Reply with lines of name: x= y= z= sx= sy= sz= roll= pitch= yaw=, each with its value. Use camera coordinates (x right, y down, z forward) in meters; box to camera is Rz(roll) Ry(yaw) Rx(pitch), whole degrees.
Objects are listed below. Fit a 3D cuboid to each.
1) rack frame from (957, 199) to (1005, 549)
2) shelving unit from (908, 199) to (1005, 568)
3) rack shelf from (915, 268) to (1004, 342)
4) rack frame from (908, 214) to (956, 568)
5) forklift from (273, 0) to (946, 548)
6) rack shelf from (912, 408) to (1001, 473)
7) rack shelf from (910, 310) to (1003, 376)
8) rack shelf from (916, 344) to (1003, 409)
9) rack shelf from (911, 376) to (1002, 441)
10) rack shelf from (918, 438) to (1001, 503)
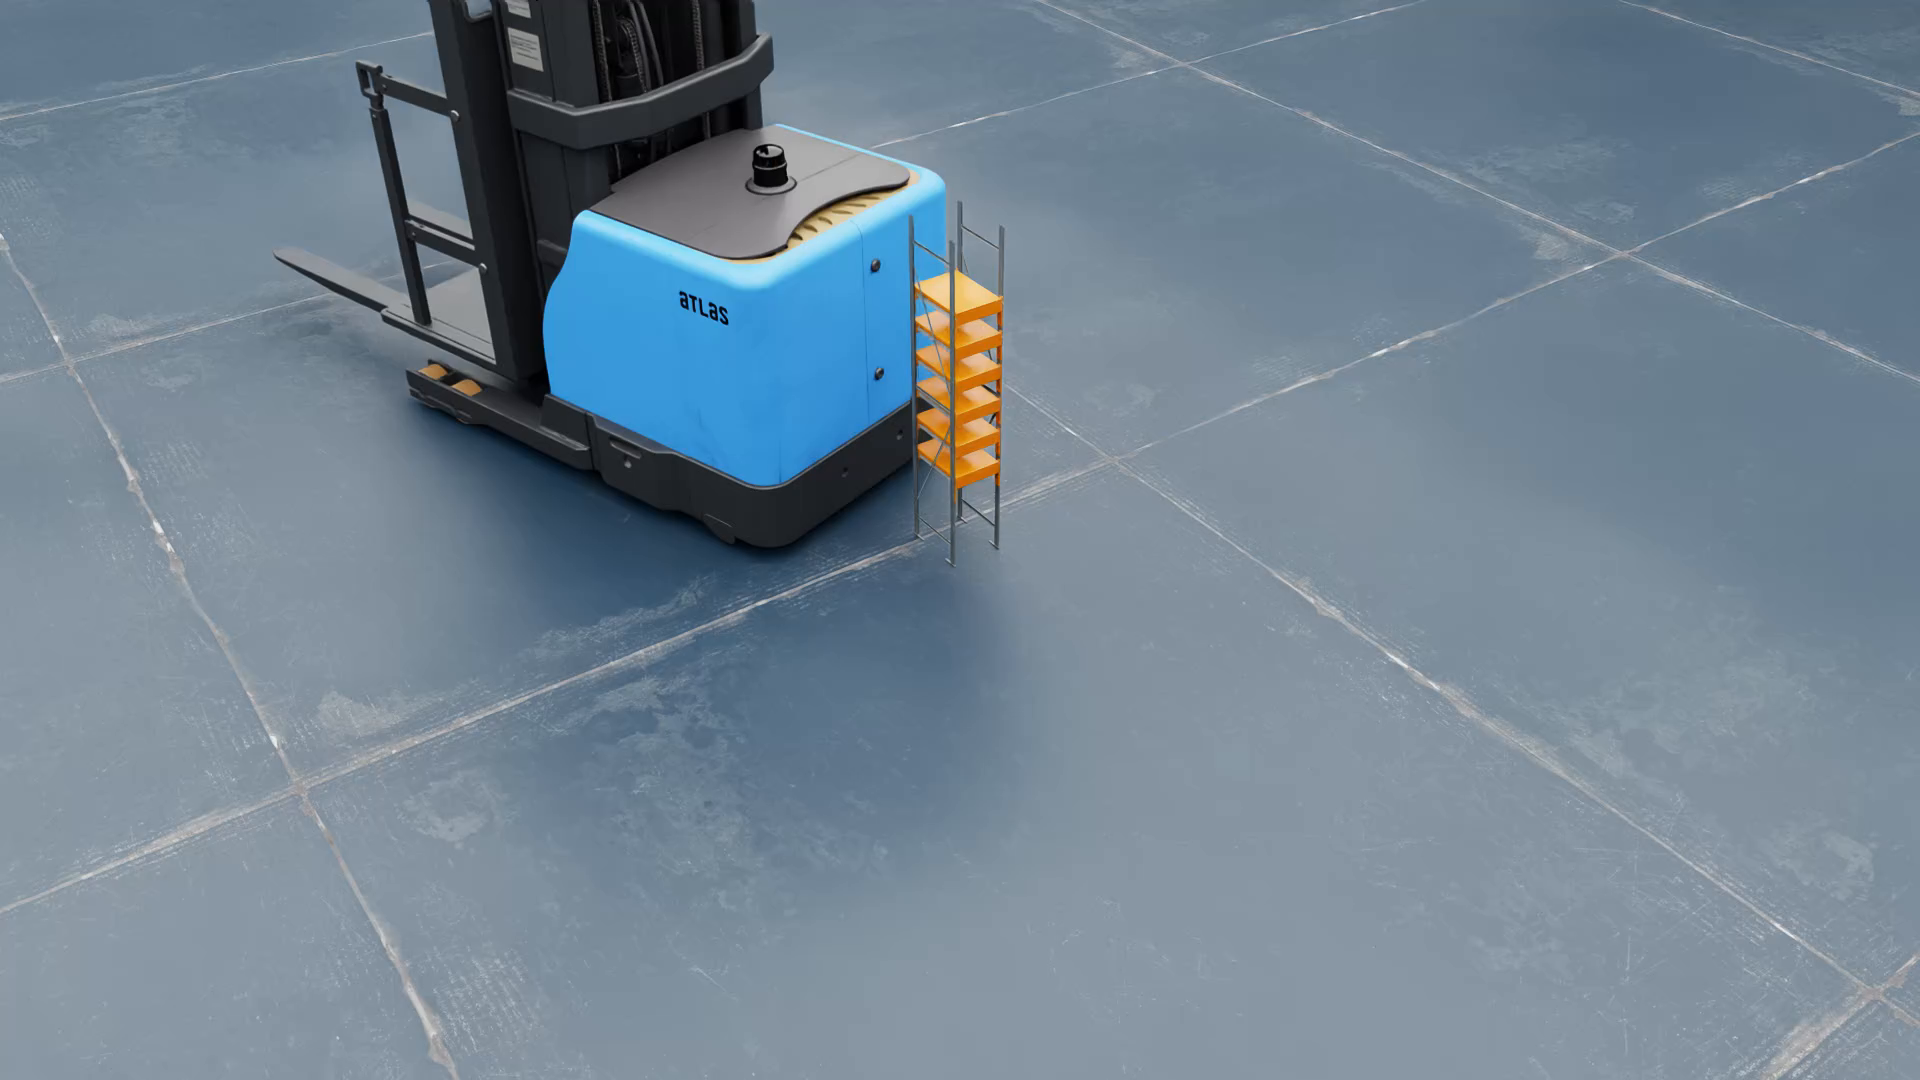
rack frame: x=0.063 y=-0.513 z=5.436 sx=0.006 sy=1.200 sz=0.240 roll=-22 pitch=41 yaw=-28
shelving unit: x=-0.012 y=-0.482 z=5.393 sx=0.189 sy=1.200 sz=0.258 roll=-22 pitch=41 yaw=-28
rack shelf: x=-0.012 y=-0.738 z=5.209 sx=0.180 sy=0.103 sz=0.258 roll=-22 pitch=41 yaw=-28
rack frame: x=-0.087 y=-0.451 z=5.350 sx=0.006 sy=1.200 sz=0.240 roll=-22 pitch=41 yaw=-28
forklift: x=-1.515 y=-1.857 z=5.821 sx=3.031 sy=2.935 sz=1.130 roll=24 pitch=42 yaw=29
rack shelf: x=-0.012 y=-0.349 z=5.489 sx=0.180 sy=0.103 sz=0.258 roll=-22 pitch=41 yaw=-28
rack shelf: x=-0.012 y=-0.641 z=5.279 sx=0.180 sy=0.103 sz=0.258 roll=-22 pitch=41 yaw=-28
rack shelf: x=-0.012 y=-0.544 z=5.349 sx=0.180 sy=0.103 sz=0.258 roll=-22 pitch=41 yaw=-28
rack shelf: x=-0.012 y=-0.446 z=5.419 sx=0.180 sy=0.103 sz=0.258 roll=-22 pitch=41 yaw=-28
rack shelf: x=-0.012 y=-0.251 z=5.559 sx=0.180 sy=0.103 sz=0.258 roll=-22 pitch=41 yaw=-28
